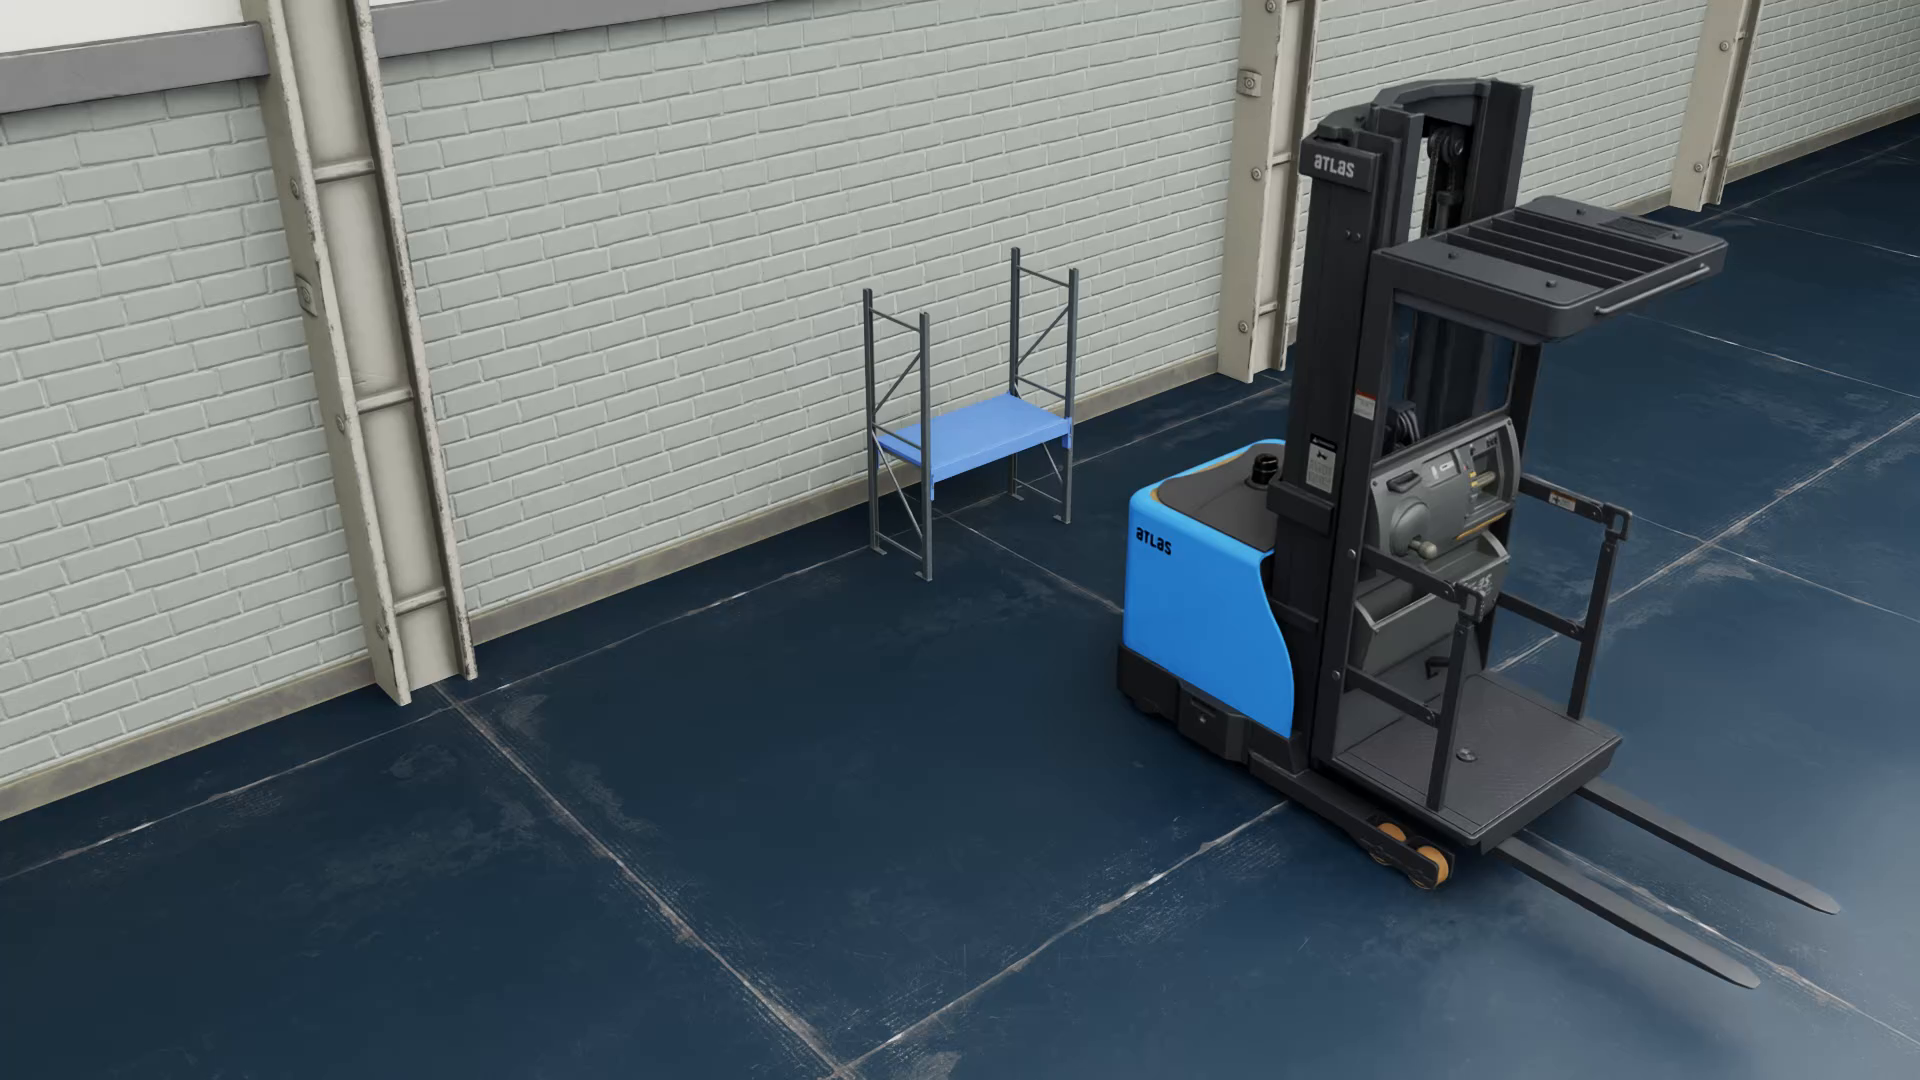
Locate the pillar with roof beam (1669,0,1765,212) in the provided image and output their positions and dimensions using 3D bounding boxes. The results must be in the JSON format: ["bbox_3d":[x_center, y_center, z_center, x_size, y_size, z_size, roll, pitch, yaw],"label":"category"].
[{"bbox_3d":[9.352,-5.433,9.868,0.400,9.000,9.100,-22,35,-35],"label":"pillar with roof beam"}]

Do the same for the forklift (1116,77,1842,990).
[{"bbox_3d":[2.067,-0.169,6.456,1.130,2.935,3.031,-22,35,-35],"label":"forklift"}]

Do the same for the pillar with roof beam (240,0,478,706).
[{"bbox_3d":[0.223,-1.762,2.999,0.400,9.000,9.100,-22,35,-35],"label":"pillar with roof beam"}]

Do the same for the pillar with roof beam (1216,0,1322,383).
[{"bbox_3d":[4.787,-3.597,6.433,0.400,9.000,9.100,-22,35,-35],"label":"pillar with roof beam"}]

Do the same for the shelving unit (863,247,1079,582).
[{"bbox_3d":[0.065,-0.688,8.945,1.048,1.500,0.538,-22,35,-35],"label":"shelving unit"}]

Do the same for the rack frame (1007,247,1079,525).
[{"bbox_3d":[0.452,-0.843,9.236,0.032,1.500,0.500,-22,35,-35],"label":"rack frame"}]

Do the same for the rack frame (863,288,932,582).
[{"bbox_3d":[-0.322,-0.532,8.654,0.032,1.500,0.500,-22,35,-35],"label":"rack frame"}]

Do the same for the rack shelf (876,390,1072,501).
[{"bbox_3d":[0.065,-0.529,9.030,1.000,0.185,0.538,-22,35,-35],"label":"rack shelf"}]
